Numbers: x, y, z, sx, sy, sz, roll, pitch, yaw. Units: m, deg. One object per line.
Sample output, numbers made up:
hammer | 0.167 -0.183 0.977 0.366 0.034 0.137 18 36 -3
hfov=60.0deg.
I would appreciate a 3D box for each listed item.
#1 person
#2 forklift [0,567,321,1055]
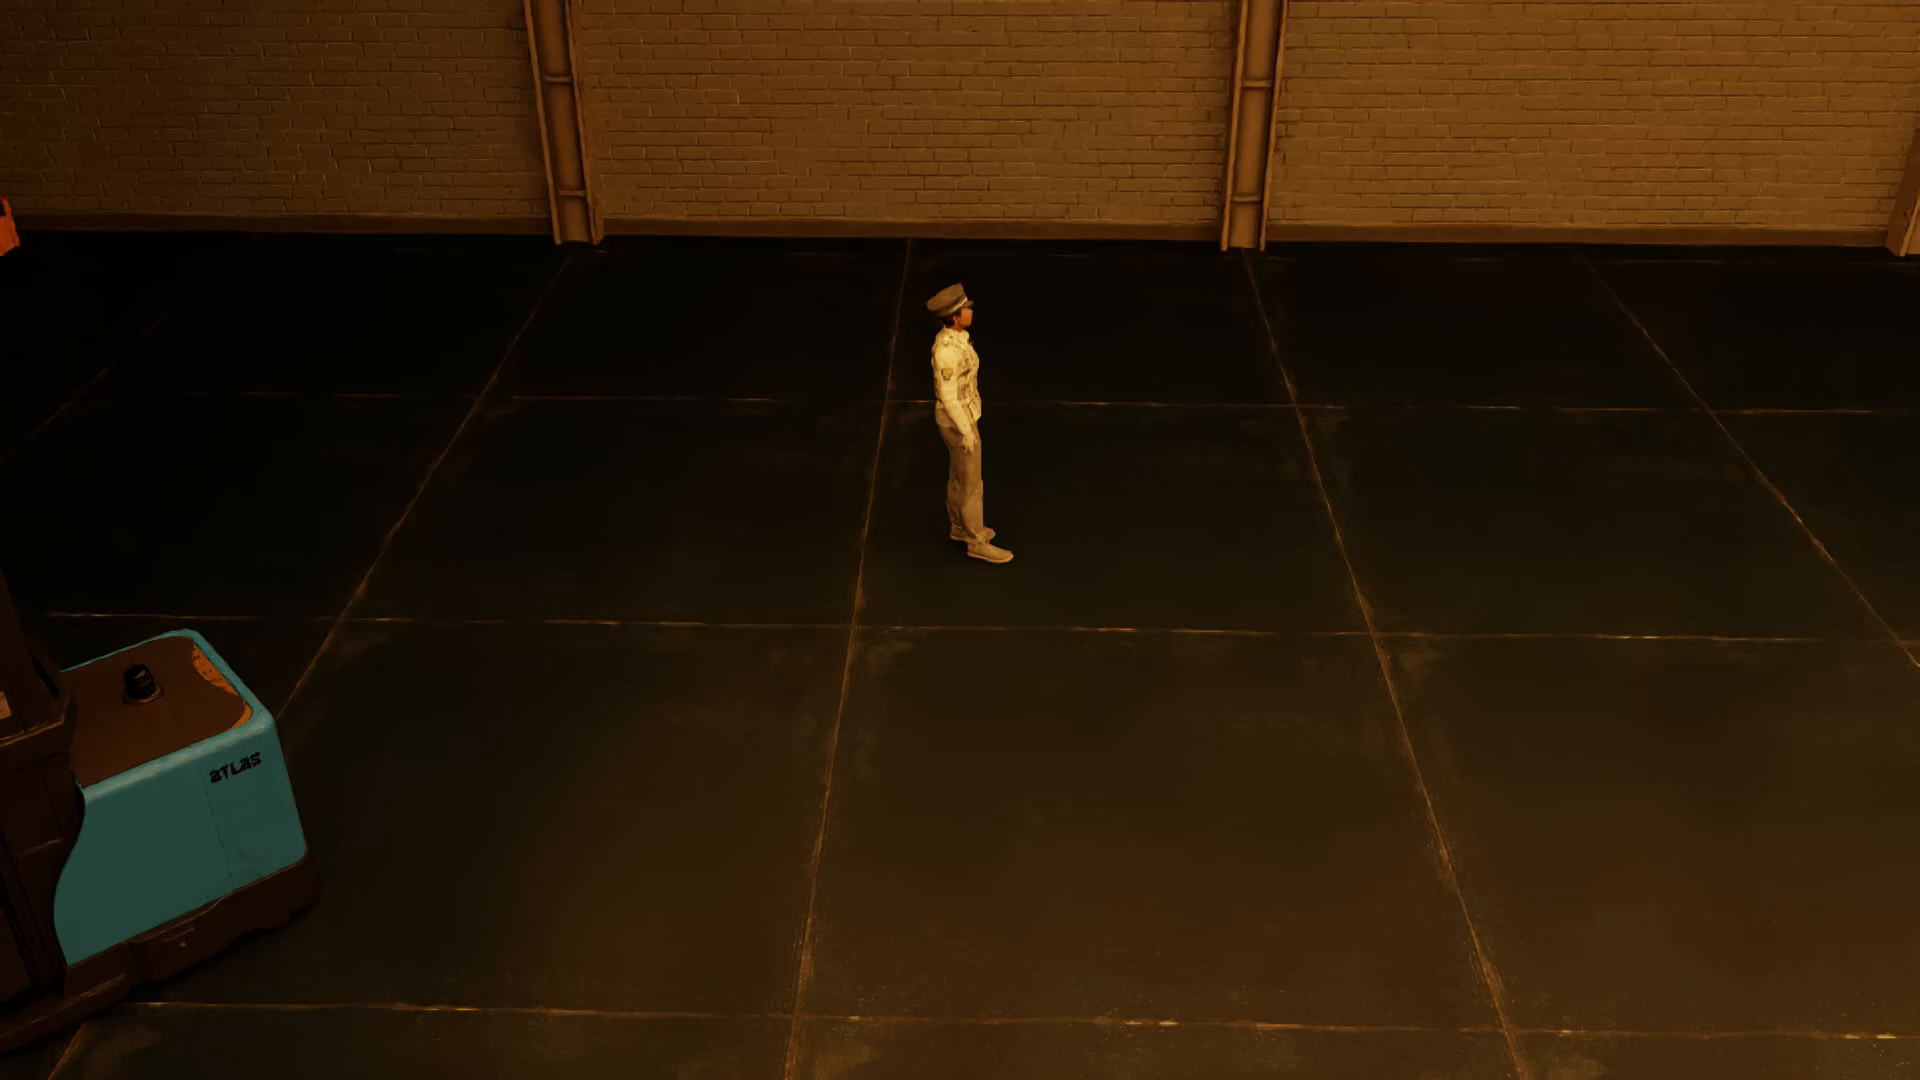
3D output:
person | 0.068 -0.732 10.058 0.533 1.695 0.586 1 31 1
forklift | -4.373 0.730 6.377 3.031 2.935 1.130 -24 38 -35
